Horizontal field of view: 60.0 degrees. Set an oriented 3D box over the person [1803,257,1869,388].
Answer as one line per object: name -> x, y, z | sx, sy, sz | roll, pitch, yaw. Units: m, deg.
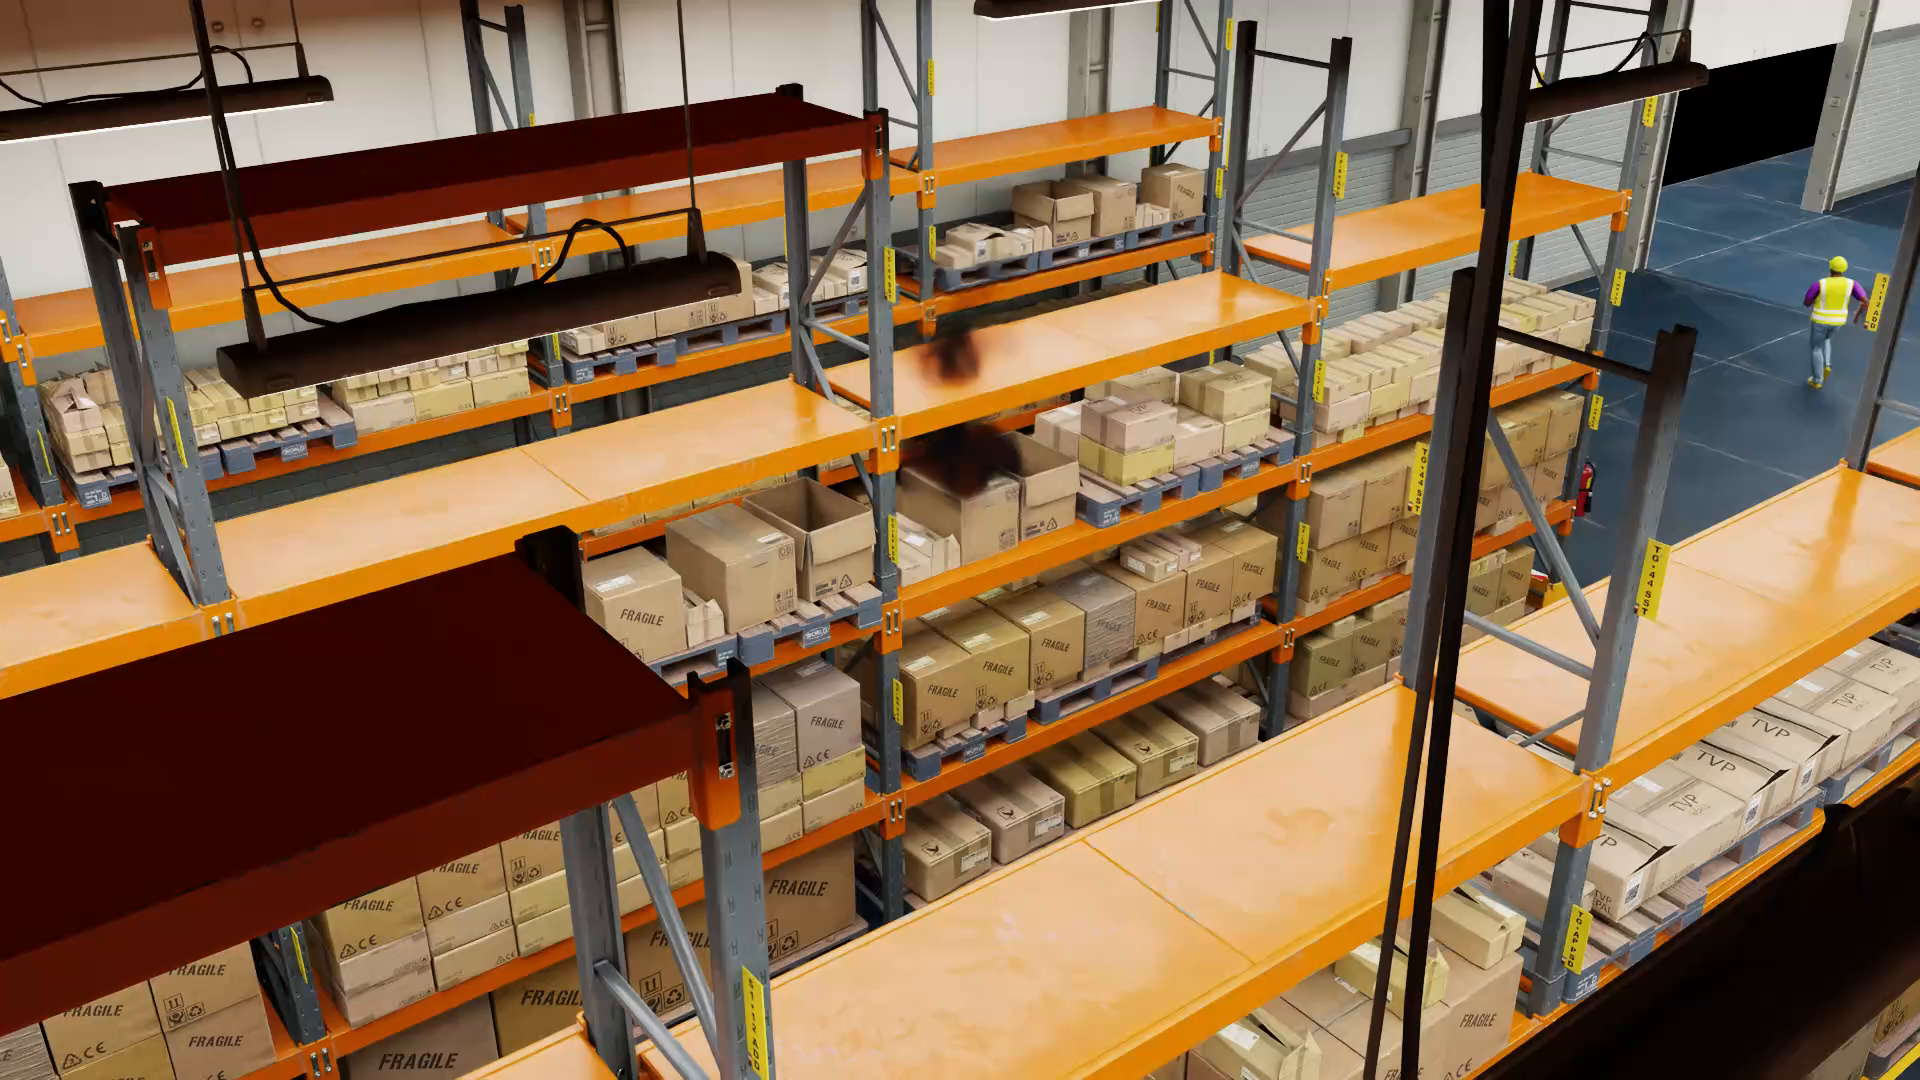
person -> 11.510, -2.922, 22.084 | 0.695, 1.747, 0.666 | 2, 26, 4
